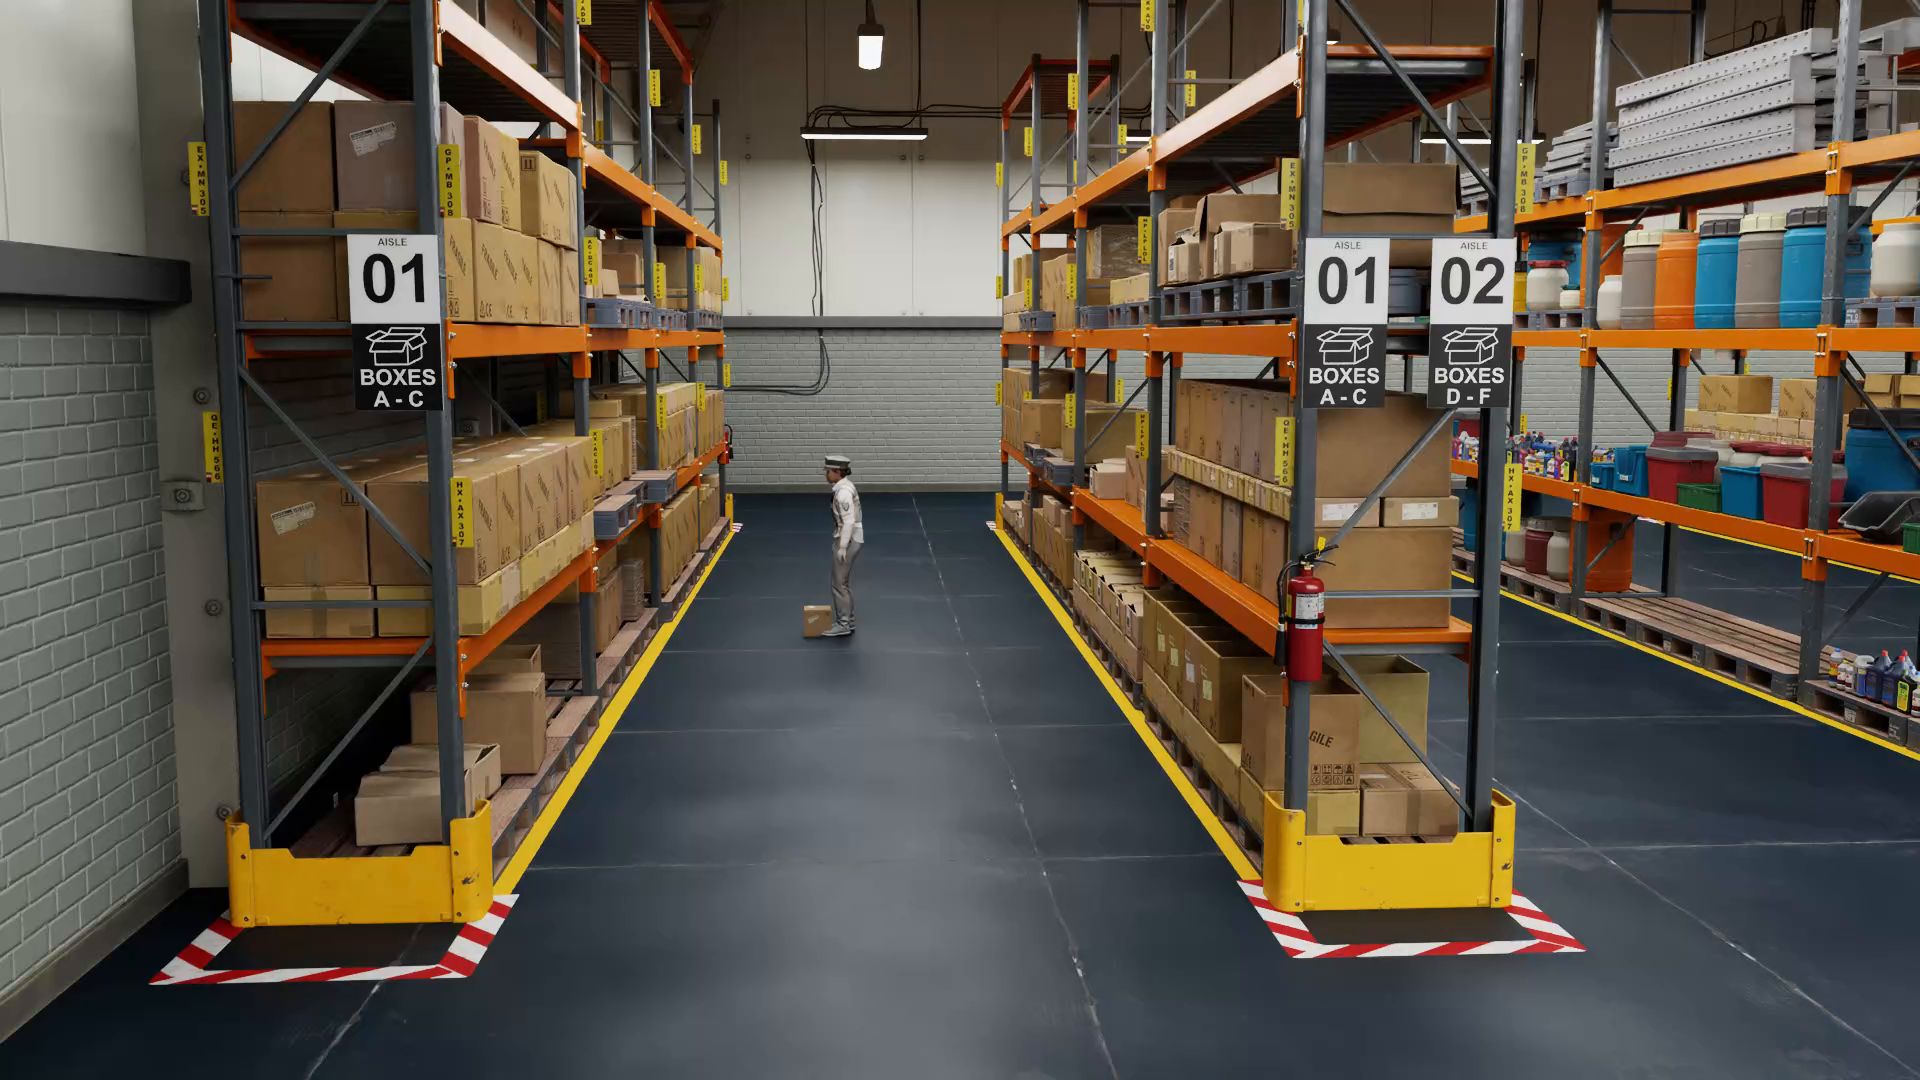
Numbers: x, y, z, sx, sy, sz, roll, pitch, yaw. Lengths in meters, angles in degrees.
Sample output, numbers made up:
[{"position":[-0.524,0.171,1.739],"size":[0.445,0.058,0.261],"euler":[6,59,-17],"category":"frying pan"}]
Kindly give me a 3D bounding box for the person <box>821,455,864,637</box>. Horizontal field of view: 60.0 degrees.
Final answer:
[{"position":[-1.098,0.049,15.344],"size":[0.415,1.662,0.541],"euler":[-1,7,-7],"category":"person"}]
